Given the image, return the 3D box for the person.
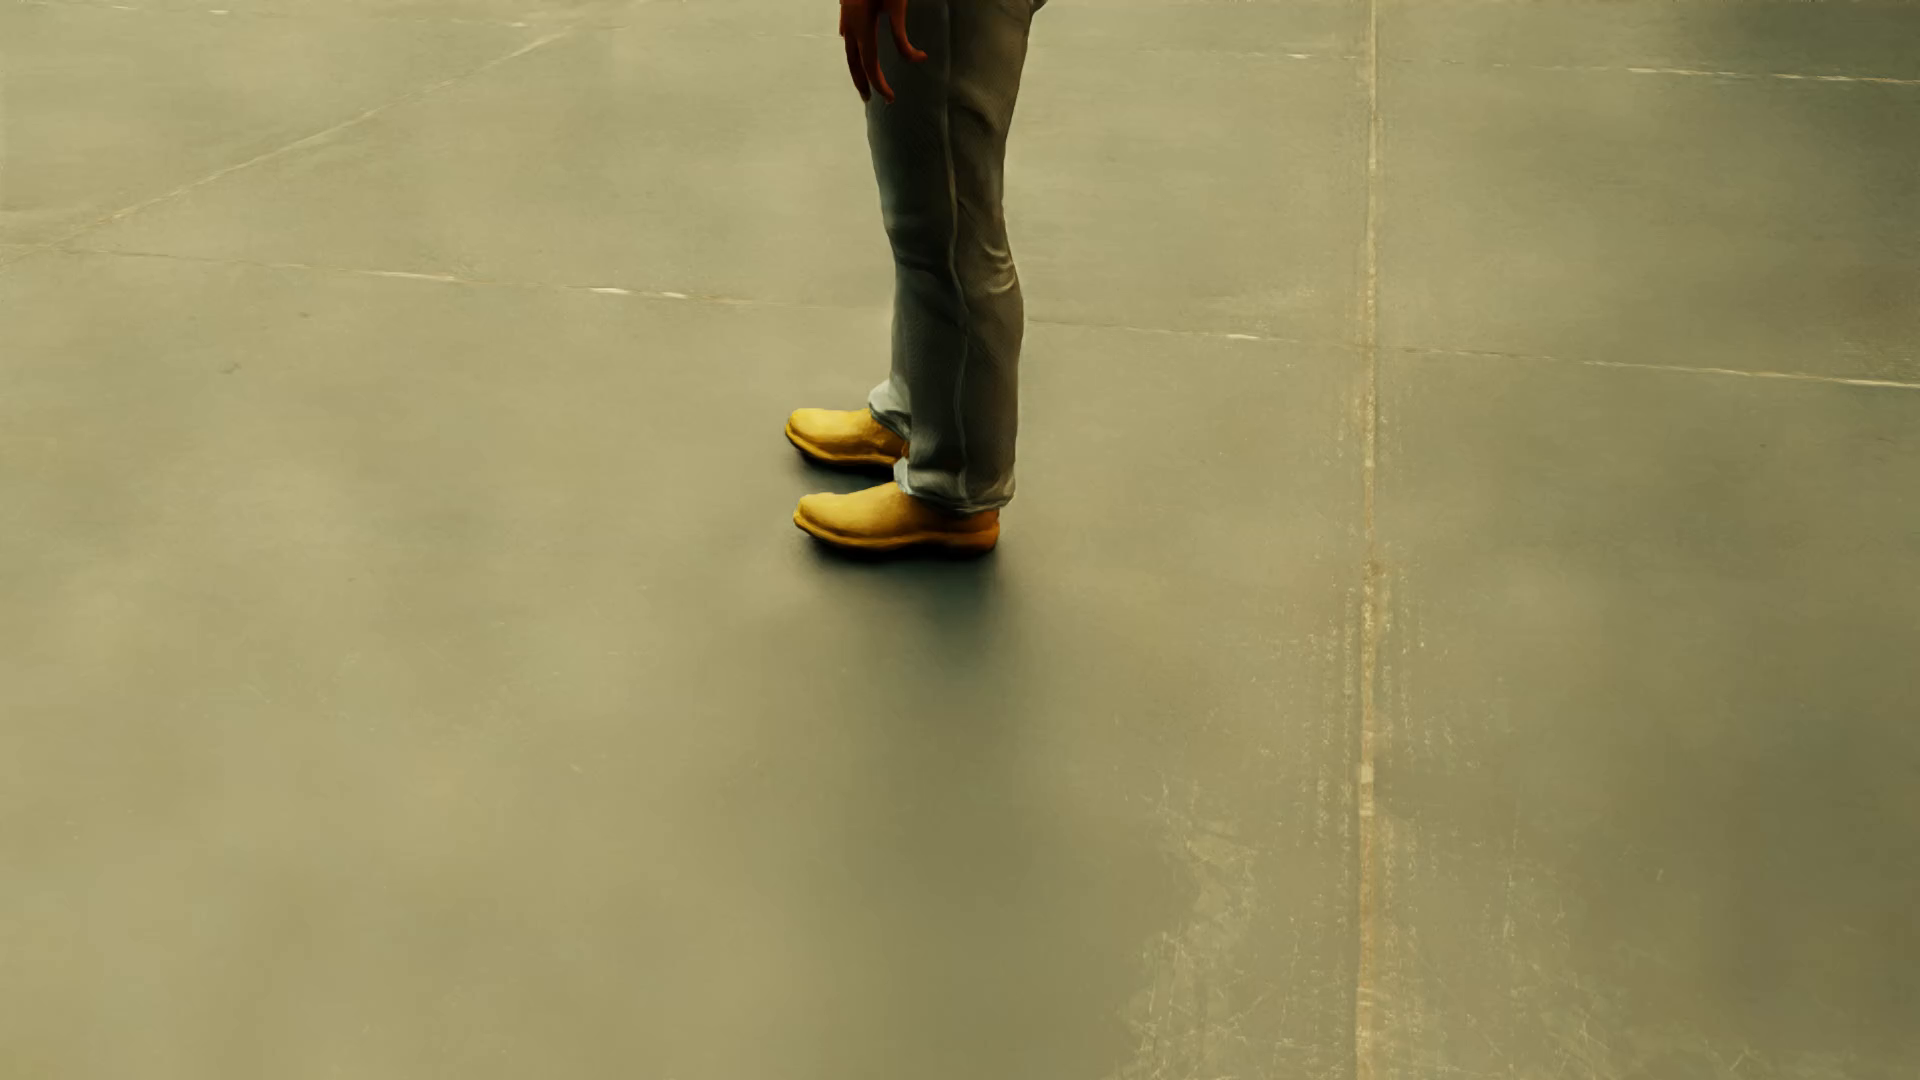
[{"bbox_3d":[-0.067,-0.804,2.117,0.576,1.766,0.665,6,27,11],"label":"person"}]
